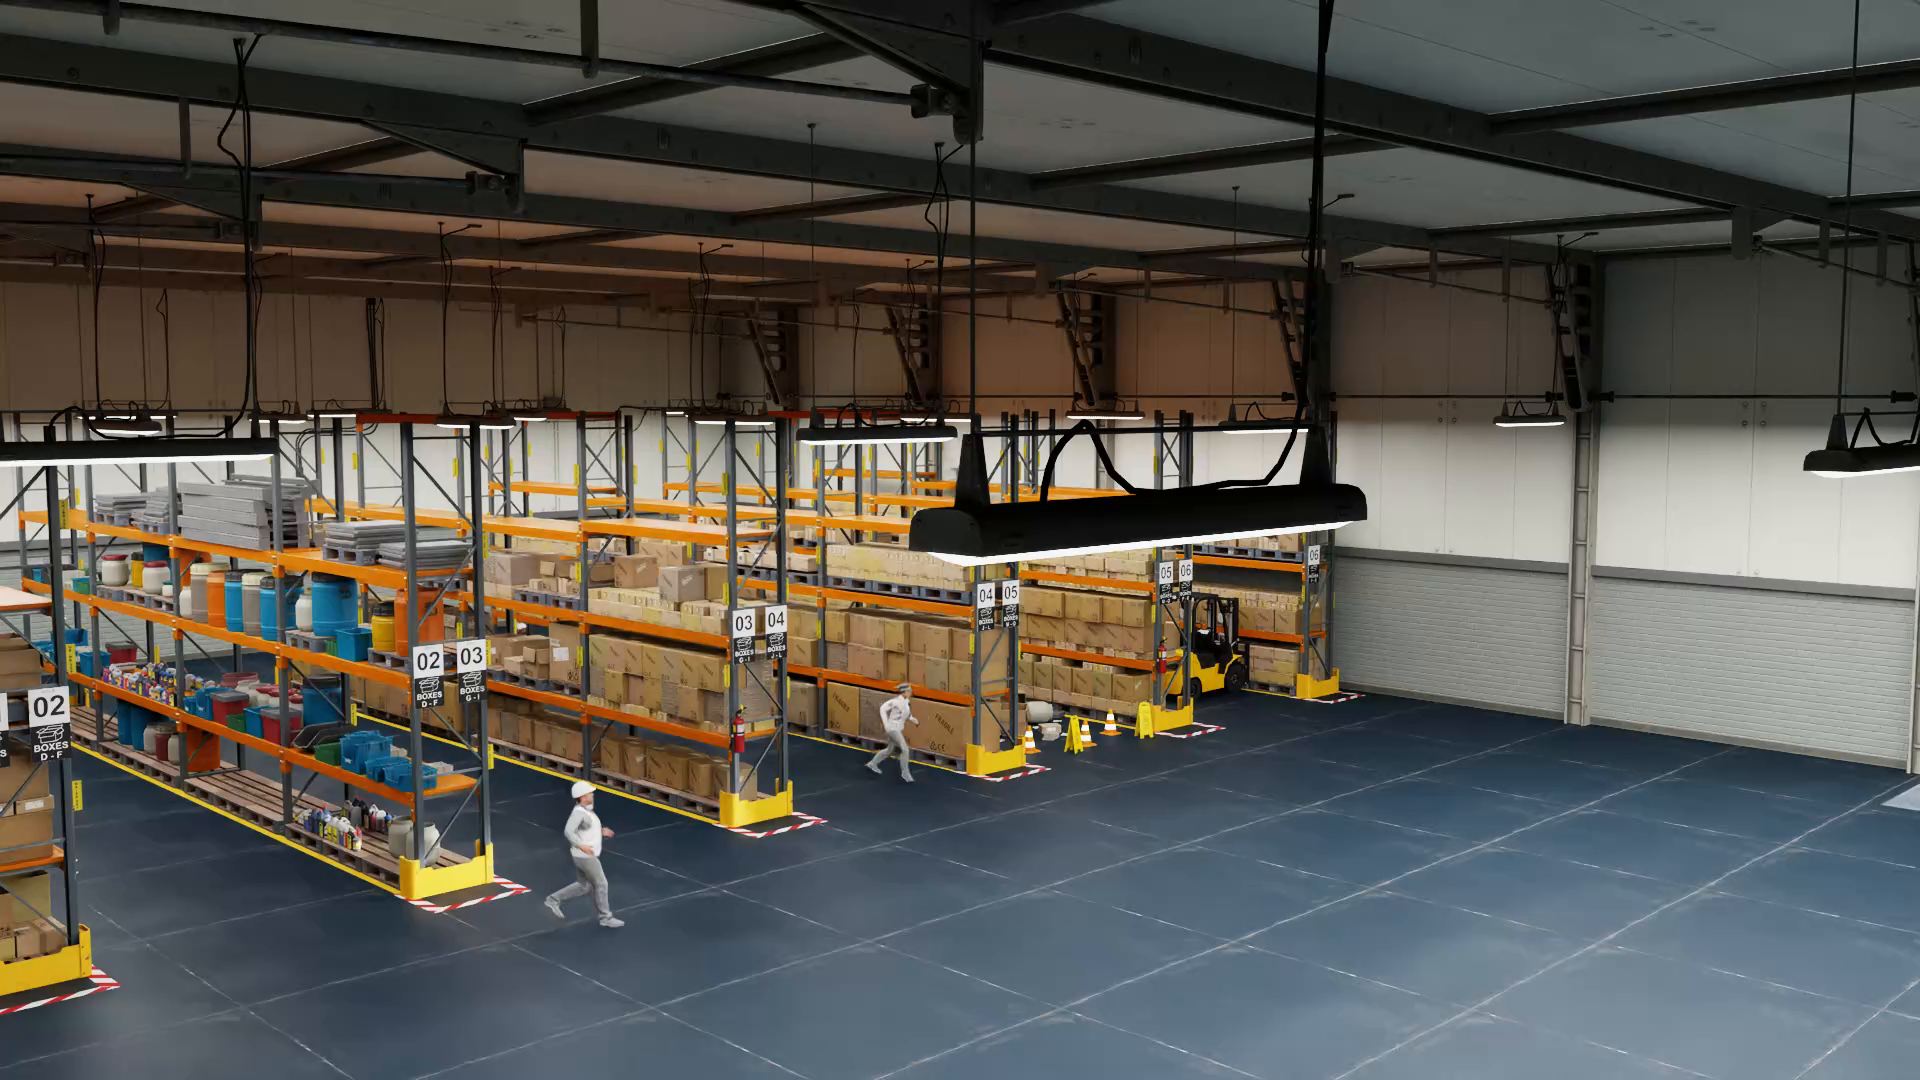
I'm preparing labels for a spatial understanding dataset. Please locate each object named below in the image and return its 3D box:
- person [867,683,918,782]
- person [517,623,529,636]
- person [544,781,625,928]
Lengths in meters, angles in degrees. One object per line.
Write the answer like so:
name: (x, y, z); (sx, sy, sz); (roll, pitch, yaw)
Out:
person: (-1.129, 3.171, 27.378); (0.881, 1.698, 0.654); (2, 5, 20)
person: (-8.781, 2.558, 33.239); (0.850, 1.832, 0.698); (4, 6, 39)
person: (-4.472, 3.739, 19.734); (0.931, 1.778, 0.663); (-1, 5, -14)
